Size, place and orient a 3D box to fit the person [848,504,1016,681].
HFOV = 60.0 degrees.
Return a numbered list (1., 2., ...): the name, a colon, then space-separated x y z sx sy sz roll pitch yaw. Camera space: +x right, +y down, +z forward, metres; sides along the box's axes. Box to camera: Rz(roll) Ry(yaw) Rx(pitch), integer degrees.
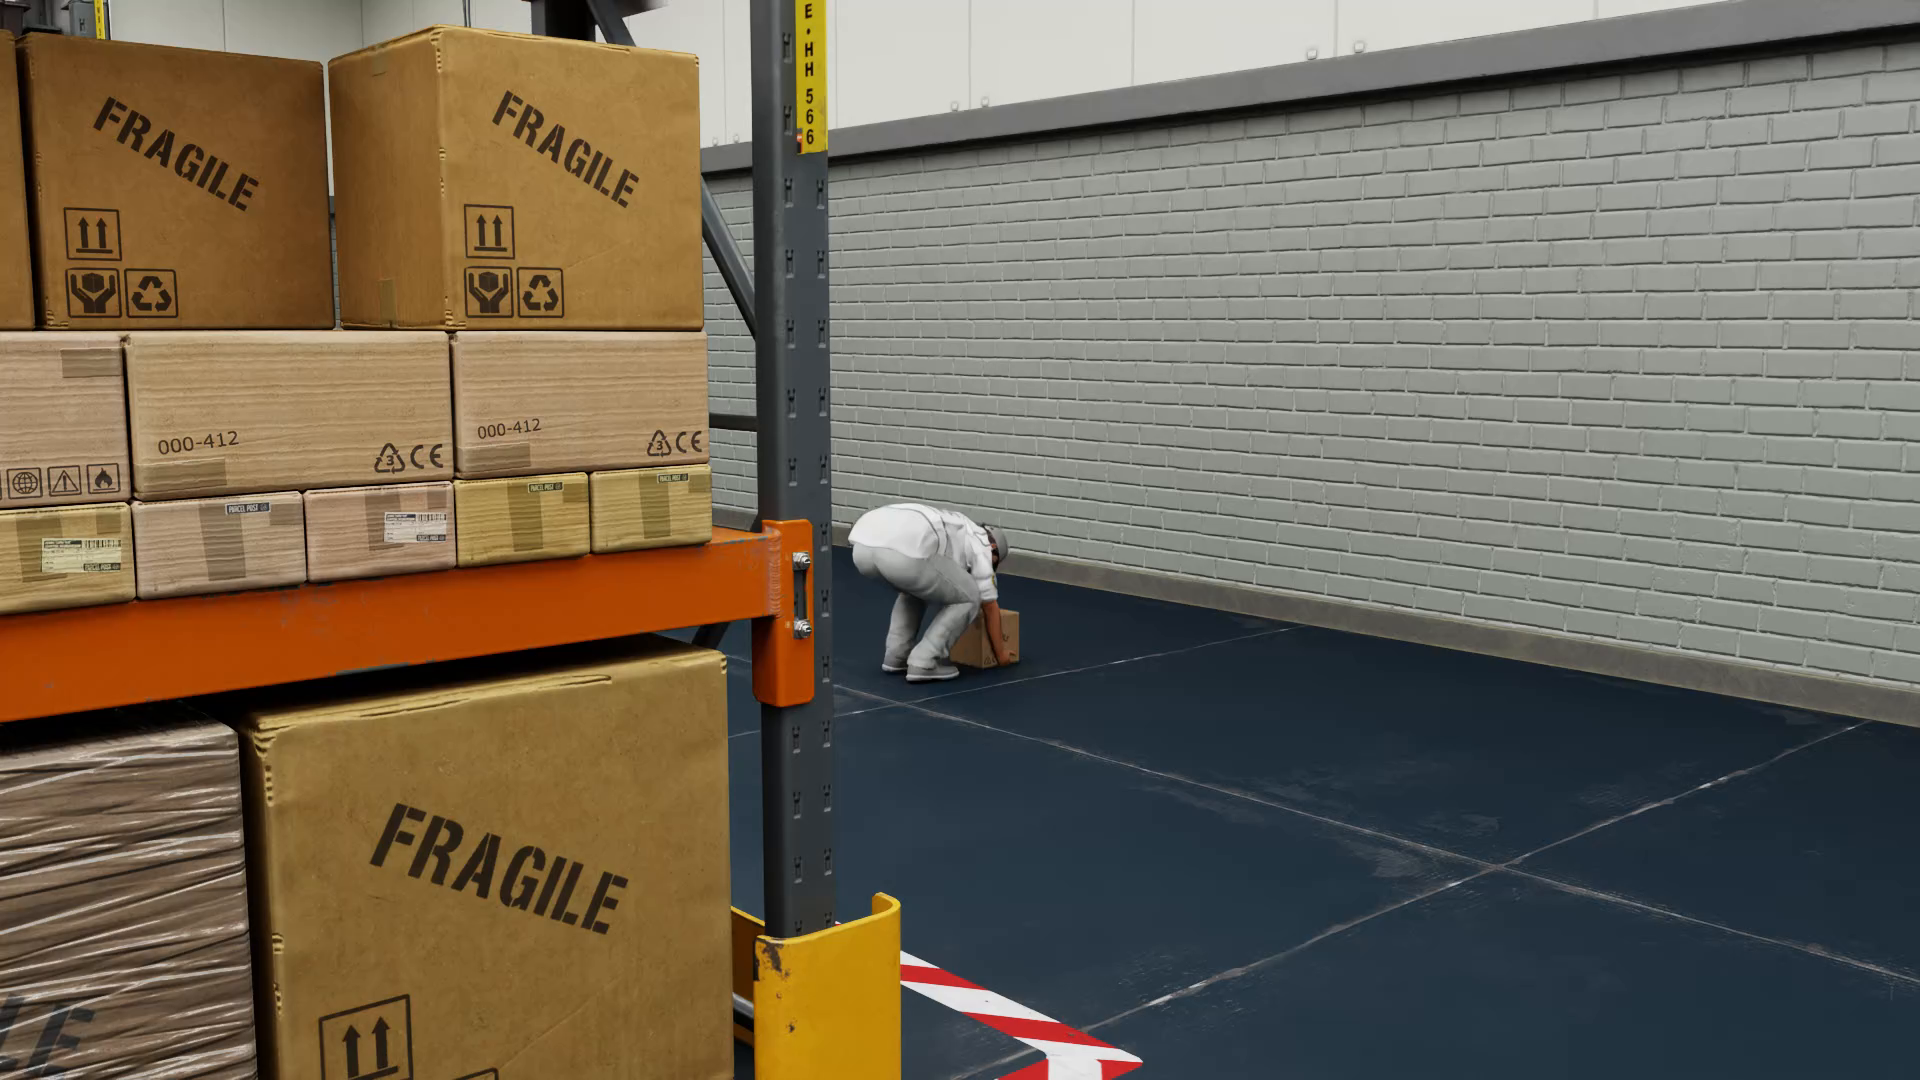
1. person: -0.111 0.235 8.164 0.939 0.855 0.510 -7 10 -43
